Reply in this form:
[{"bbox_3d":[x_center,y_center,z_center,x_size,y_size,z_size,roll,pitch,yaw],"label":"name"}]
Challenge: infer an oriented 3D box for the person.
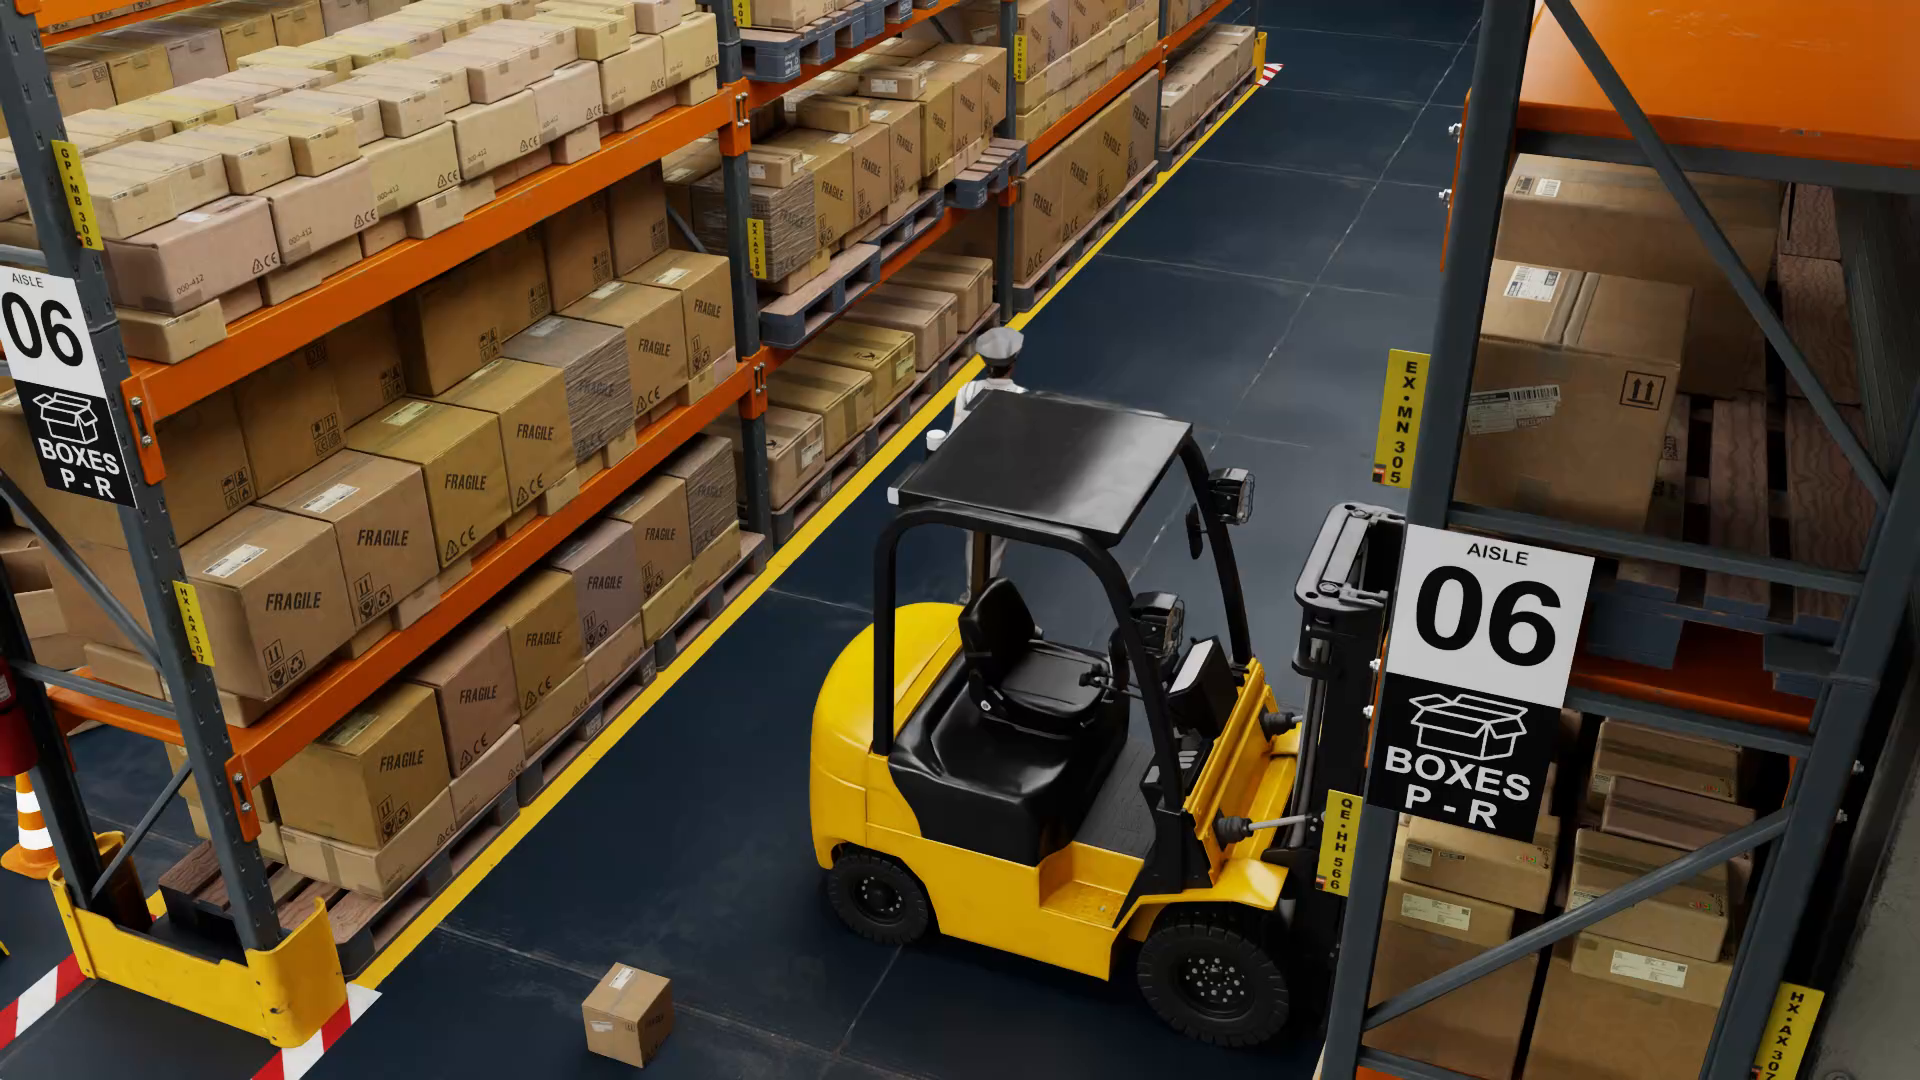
[{"bbox_3d":[0.163,-0.269,8.869,0.512,1.718,0.498,9,31,15],"label":"person"}]
